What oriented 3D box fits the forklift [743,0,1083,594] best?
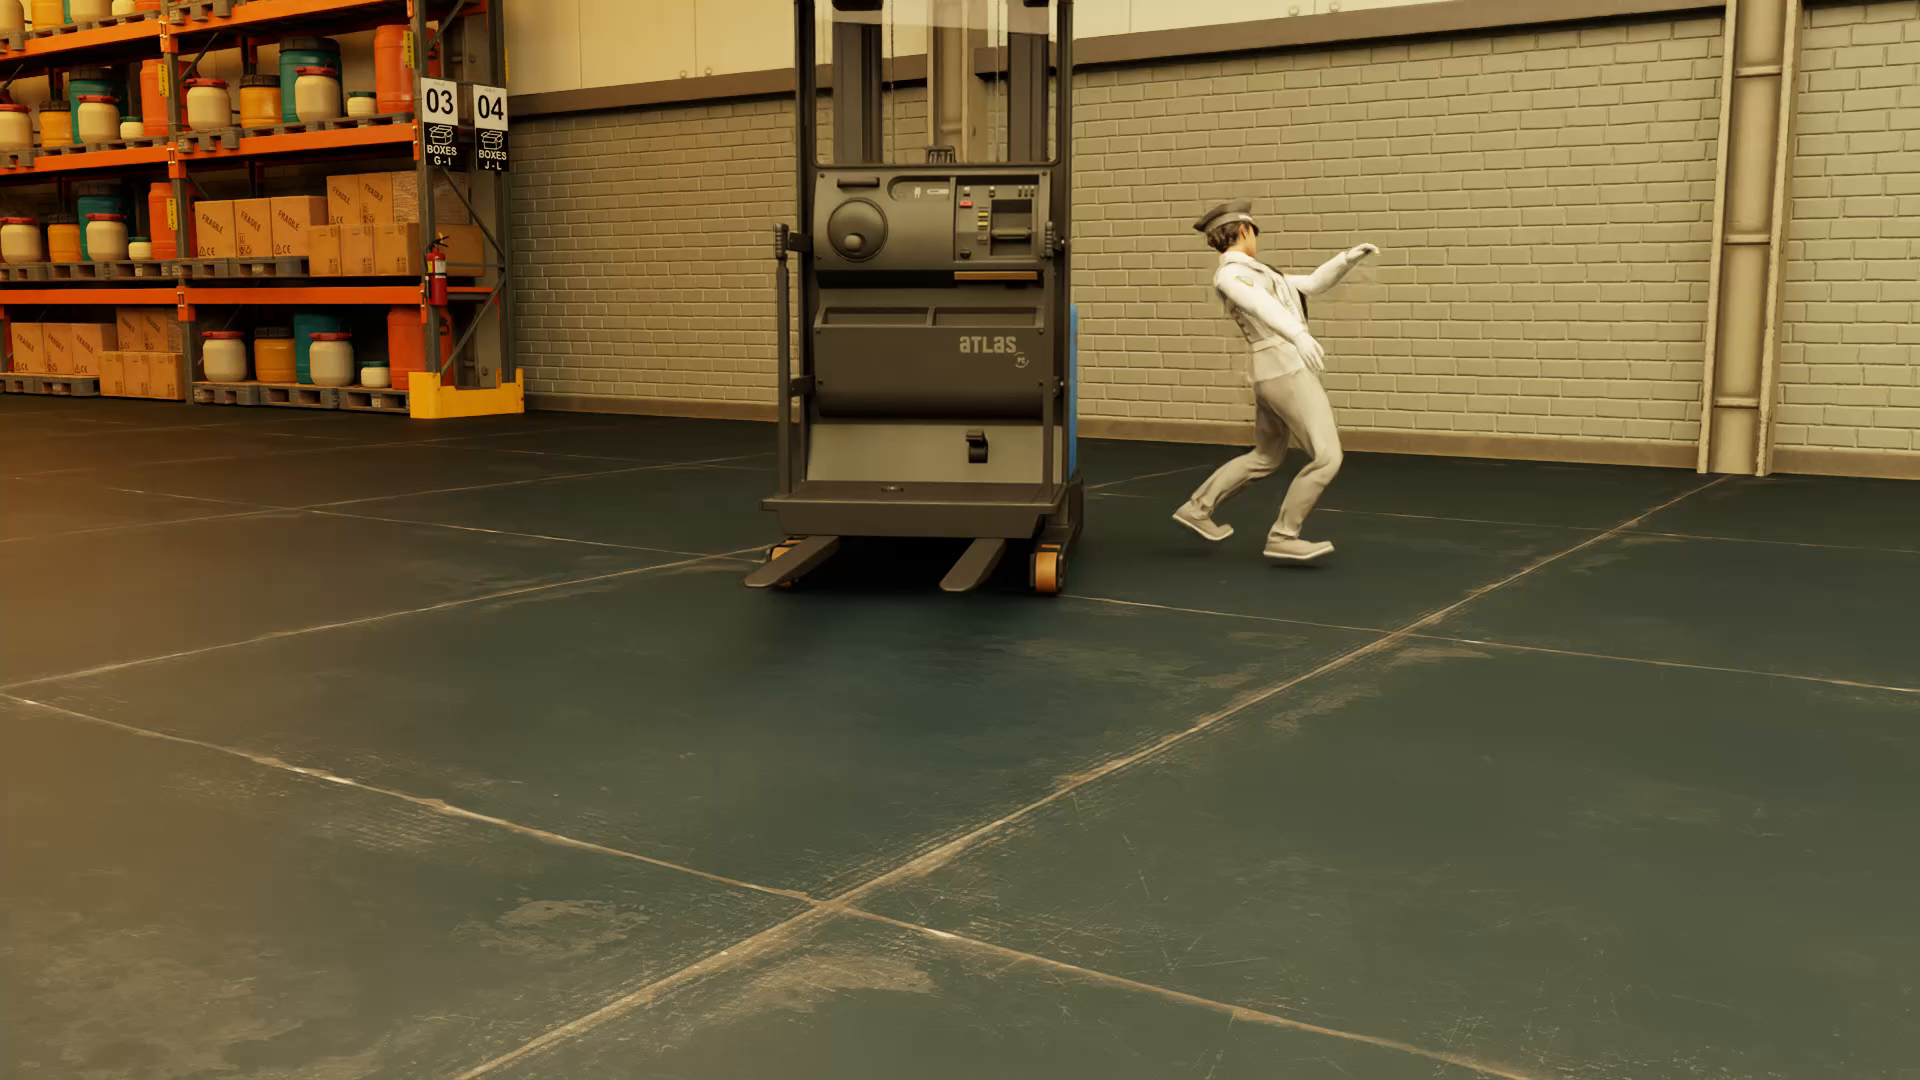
[{"bbox_3d":[-0.135,-1.298,6.319,1.130,2.935,3.031,1,8,7],"label":"forklift"}]

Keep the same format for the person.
[{"bbox_3d":[1.303,-0.659,6.774,0.761,1.463,0.871,0,8,2],"label":"person"}]
